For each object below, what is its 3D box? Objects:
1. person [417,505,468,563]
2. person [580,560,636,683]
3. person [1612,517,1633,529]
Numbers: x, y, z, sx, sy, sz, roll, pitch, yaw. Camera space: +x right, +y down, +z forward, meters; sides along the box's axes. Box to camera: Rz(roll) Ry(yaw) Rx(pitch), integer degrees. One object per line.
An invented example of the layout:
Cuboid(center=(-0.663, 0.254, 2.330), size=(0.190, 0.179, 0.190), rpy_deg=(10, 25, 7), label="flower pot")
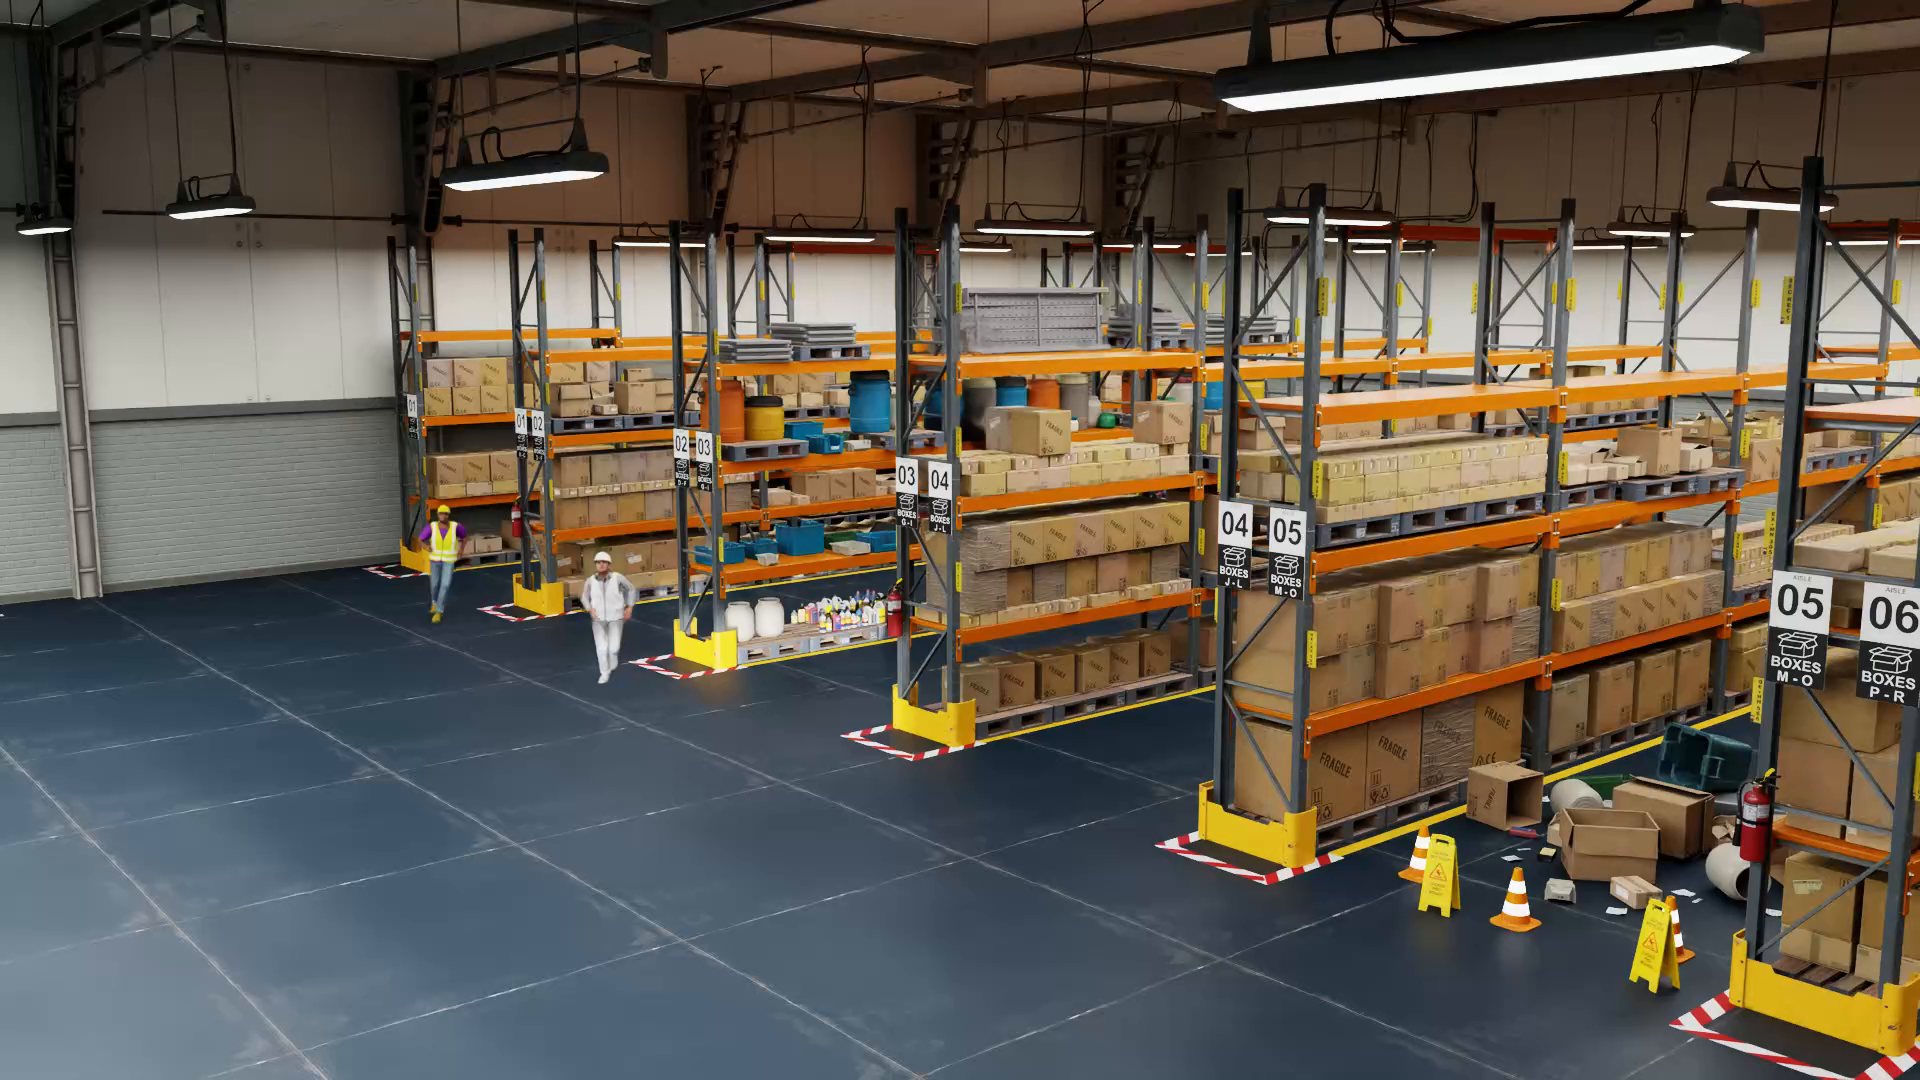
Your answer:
Cuboid(center=(-8.009, -0.093, 25.673), size=(0.732, 0.901, 0.569), rpy_deg=(-2, 9, -10), label="person")
Cuboid(center=(-4.574, 1.036, 21.615), size=(0.691, 1.685, 0.638), rpy_deg=(-1, 9, -4), label="person")
Cuboid(center=(10.140, 0.461, 25.394), size=(0.853, 1.646, 0.698), rpy_deg=(-8, 12, -43), label="person")
